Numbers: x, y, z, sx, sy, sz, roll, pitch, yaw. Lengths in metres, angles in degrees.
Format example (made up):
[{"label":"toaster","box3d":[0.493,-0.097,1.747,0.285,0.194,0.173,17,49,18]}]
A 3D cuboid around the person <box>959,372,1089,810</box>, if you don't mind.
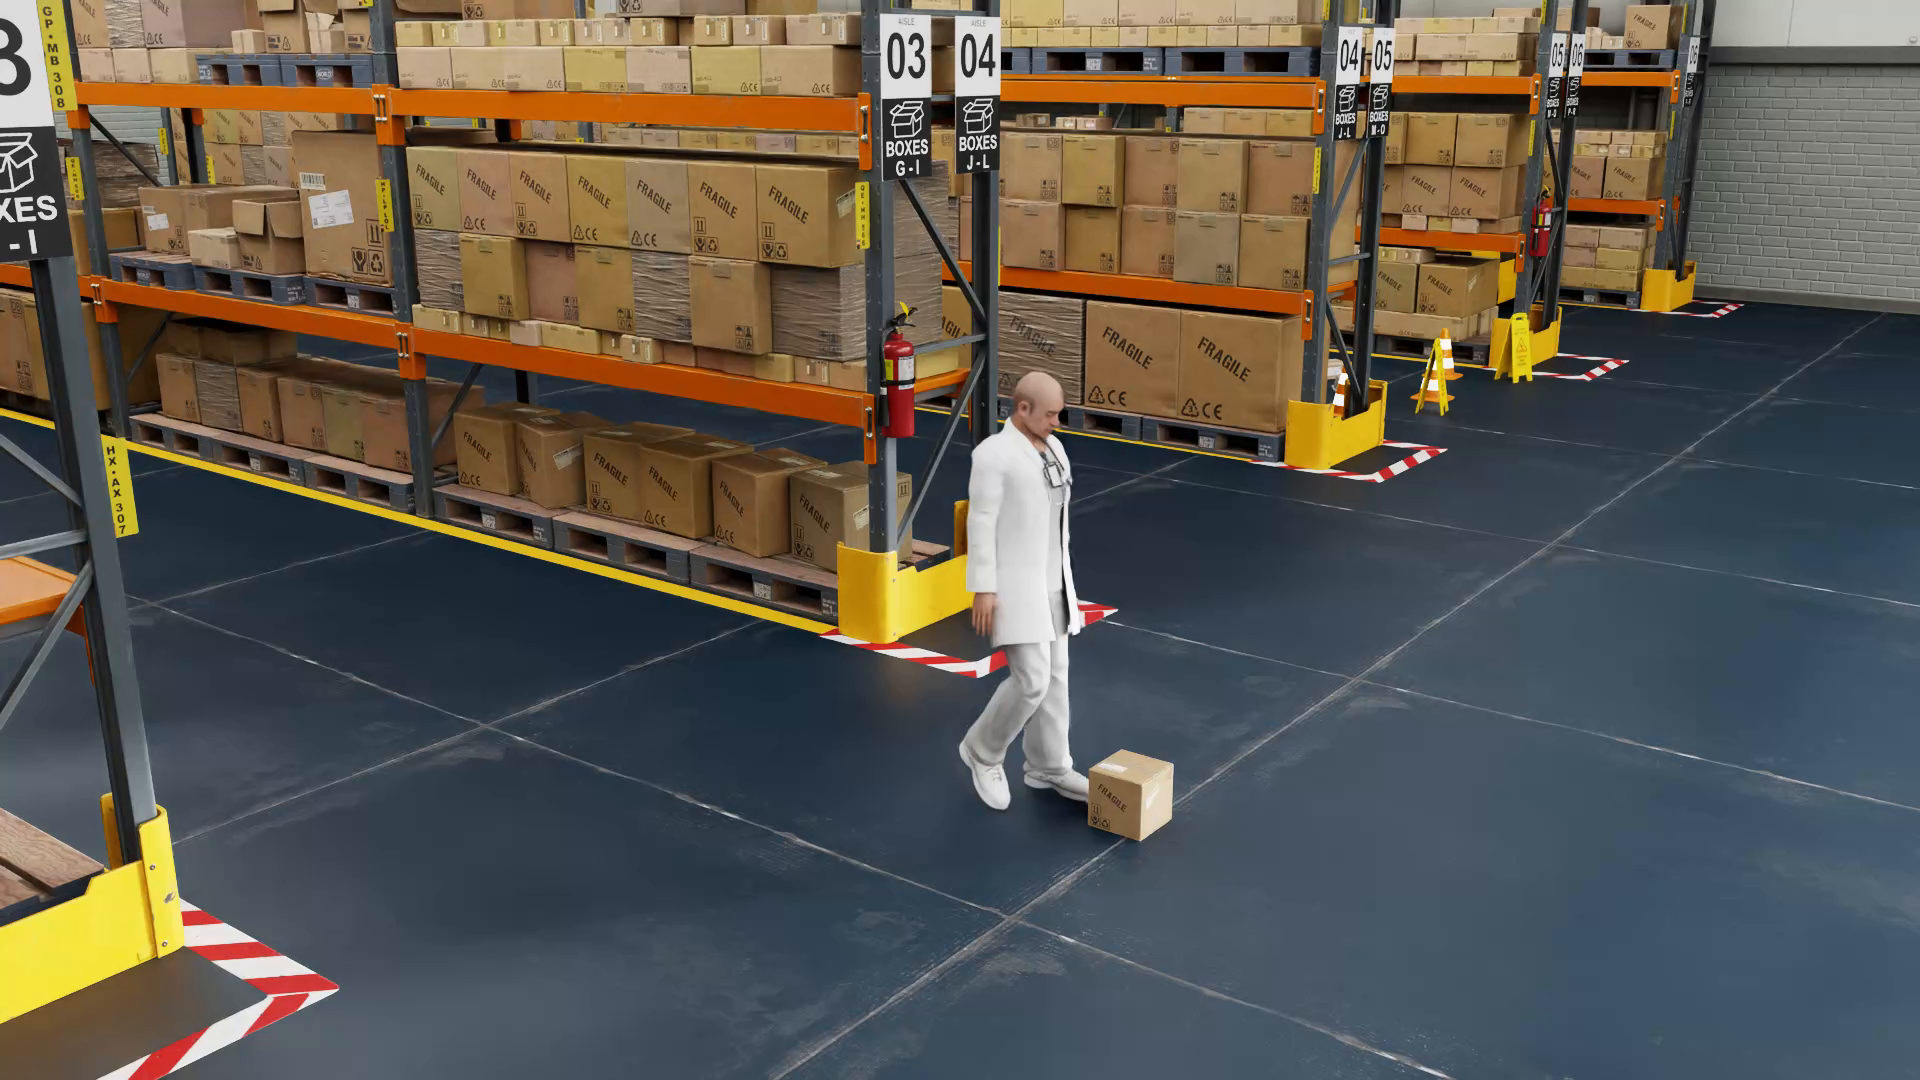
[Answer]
[{"label":"person","box3d":[0.327,0.203,6.791,0.585,1.771,0.607,12,20,35]}]
